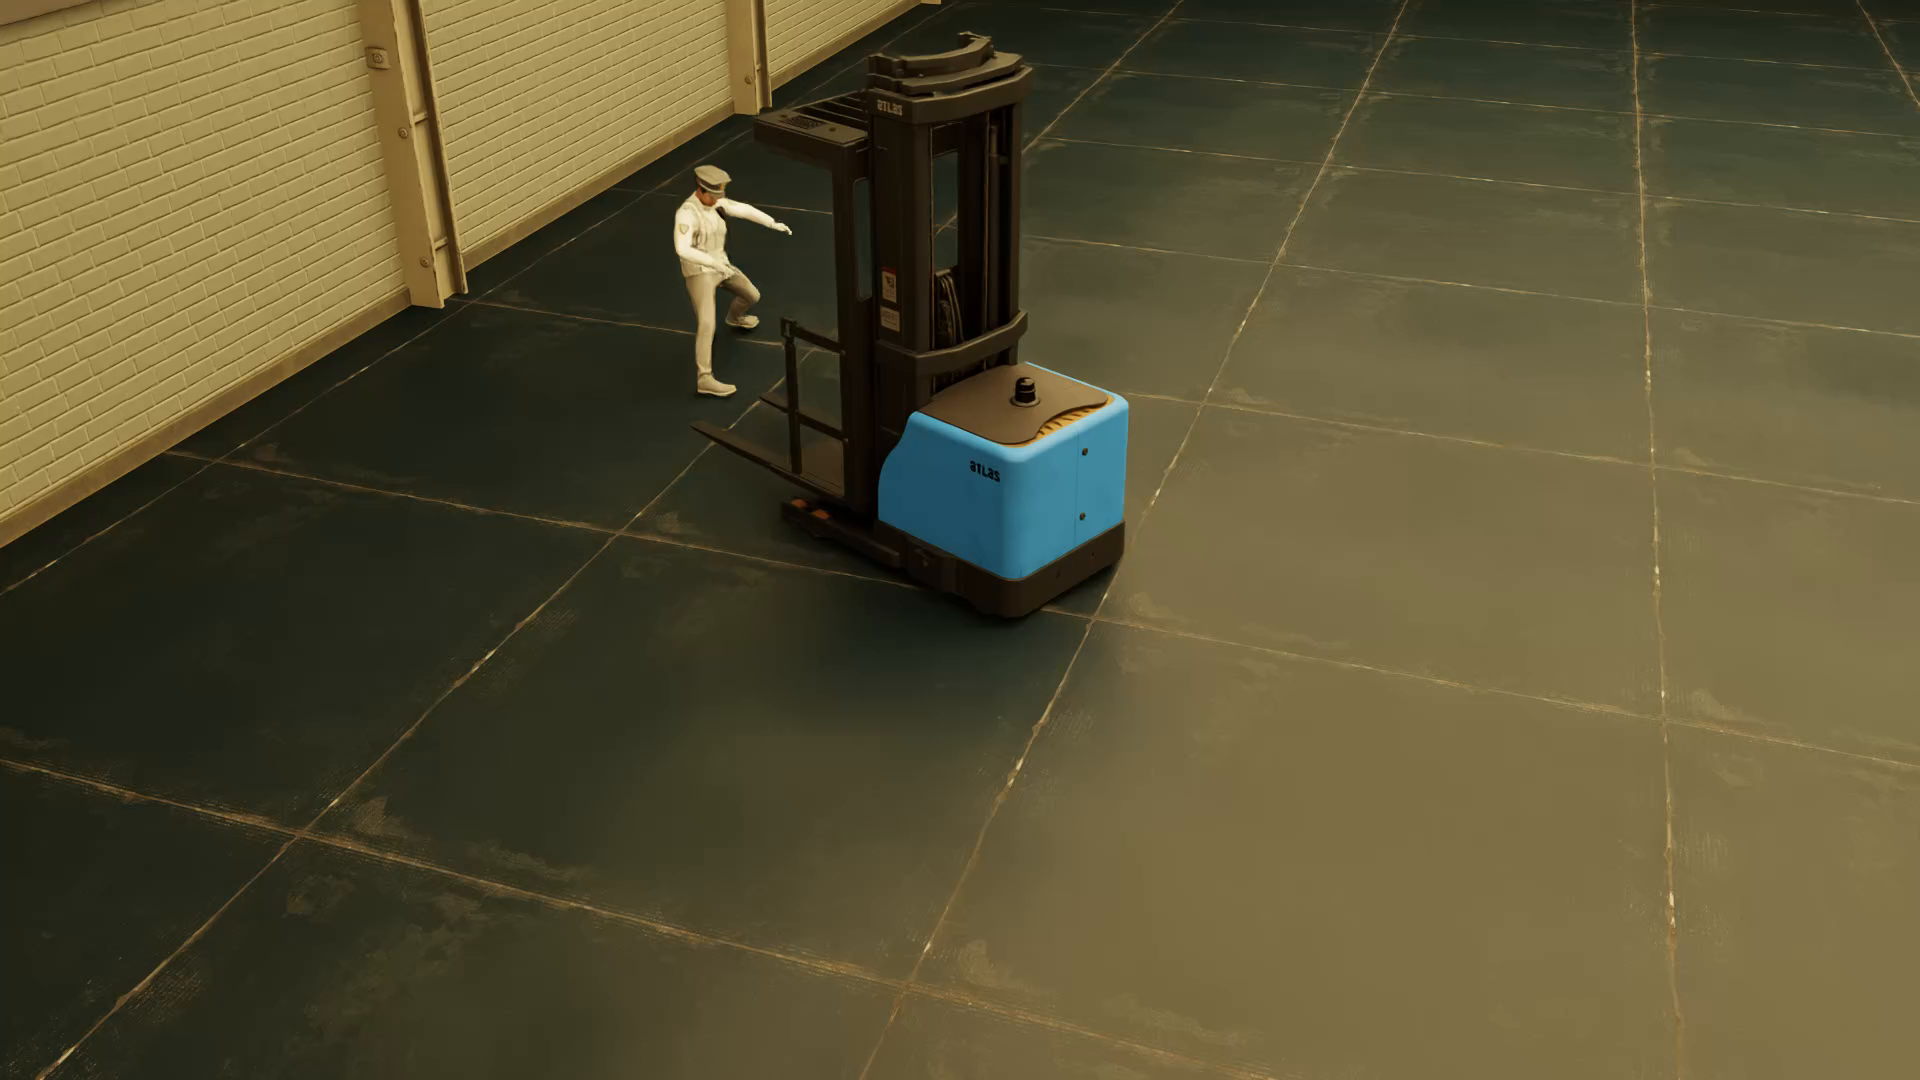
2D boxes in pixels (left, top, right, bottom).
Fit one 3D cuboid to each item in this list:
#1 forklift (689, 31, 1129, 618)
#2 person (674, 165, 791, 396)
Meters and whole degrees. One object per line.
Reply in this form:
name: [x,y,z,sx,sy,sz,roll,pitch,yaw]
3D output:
forklift: [-0.459,-1.460,9.697,3.031,2.935,1.130,25,38,36]
person: [-1.691,-1.990,12.093,0.794,1.474,1.246,17,34,27]
